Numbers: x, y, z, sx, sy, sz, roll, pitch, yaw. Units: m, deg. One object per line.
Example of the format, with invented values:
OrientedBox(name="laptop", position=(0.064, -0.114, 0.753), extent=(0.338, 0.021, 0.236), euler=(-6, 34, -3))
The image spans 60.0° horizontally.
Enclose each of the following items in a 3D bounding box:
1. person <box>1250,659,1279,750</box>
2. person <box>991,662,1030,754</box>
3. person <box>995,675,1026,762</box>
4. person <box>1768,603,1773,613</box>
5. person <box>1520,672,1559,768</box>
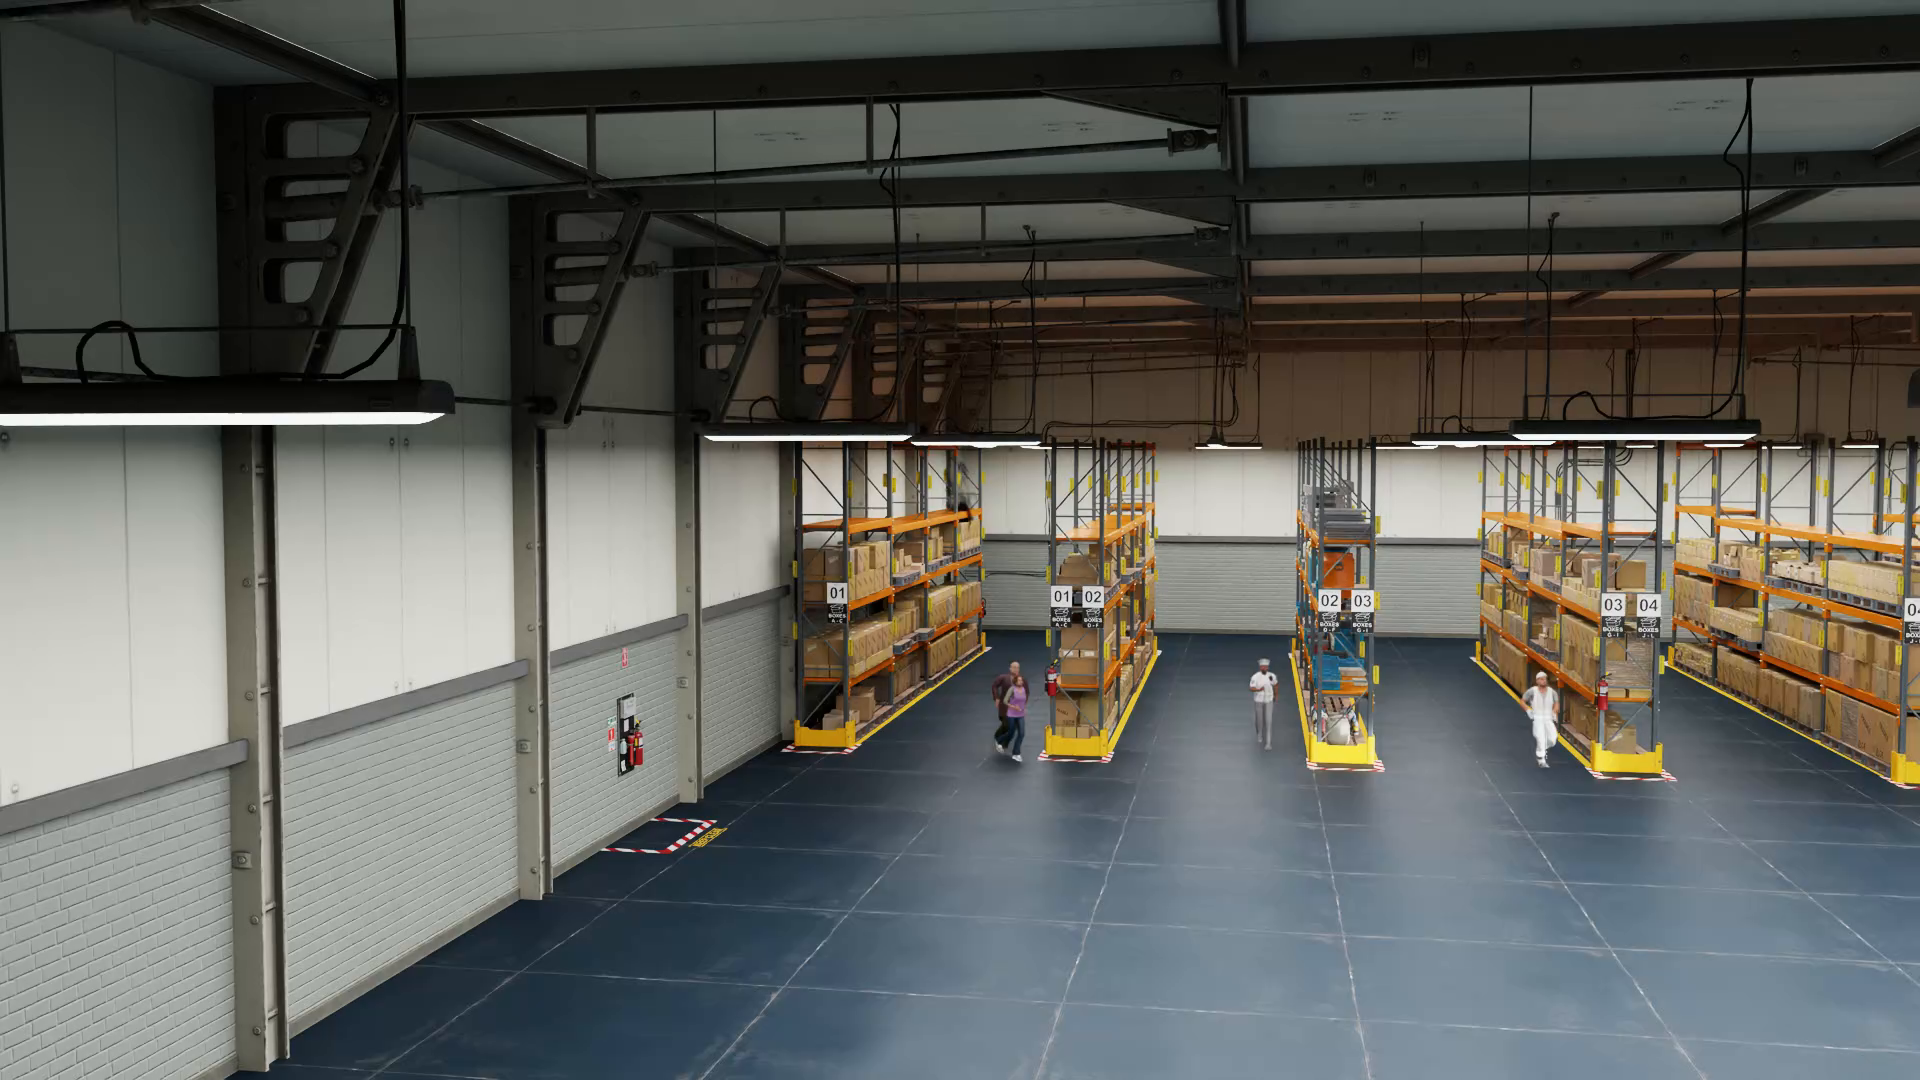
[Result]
OrientedBox(name="person", position=(5.897, 3.148, 32.239), extent=(0.566, 1.709, 0.910), euler=(0, 3, 8))
OrientedBox(name="person", position=(0.990, 3.202, 31.594), extent=(0.698, 1.758, 0.590), euler=(-1, 3, -12))
OrientedBox(name="person", position=(1.015, 3.299, 31.055), extent=(0.550, 1.588, 0.747), euler=(-2, 4, -34))
OrientedBox(name="person", position=(20.976, 2.533, 43.204), extent=(0.681, 1.794, 0.908), euler=(1, 3, 14))
OrientedBox(name="person", position=(10.542, 3.264, 30.204), extent=(0.693, 1.751, 0.588), euler=(0, 3, 2))
